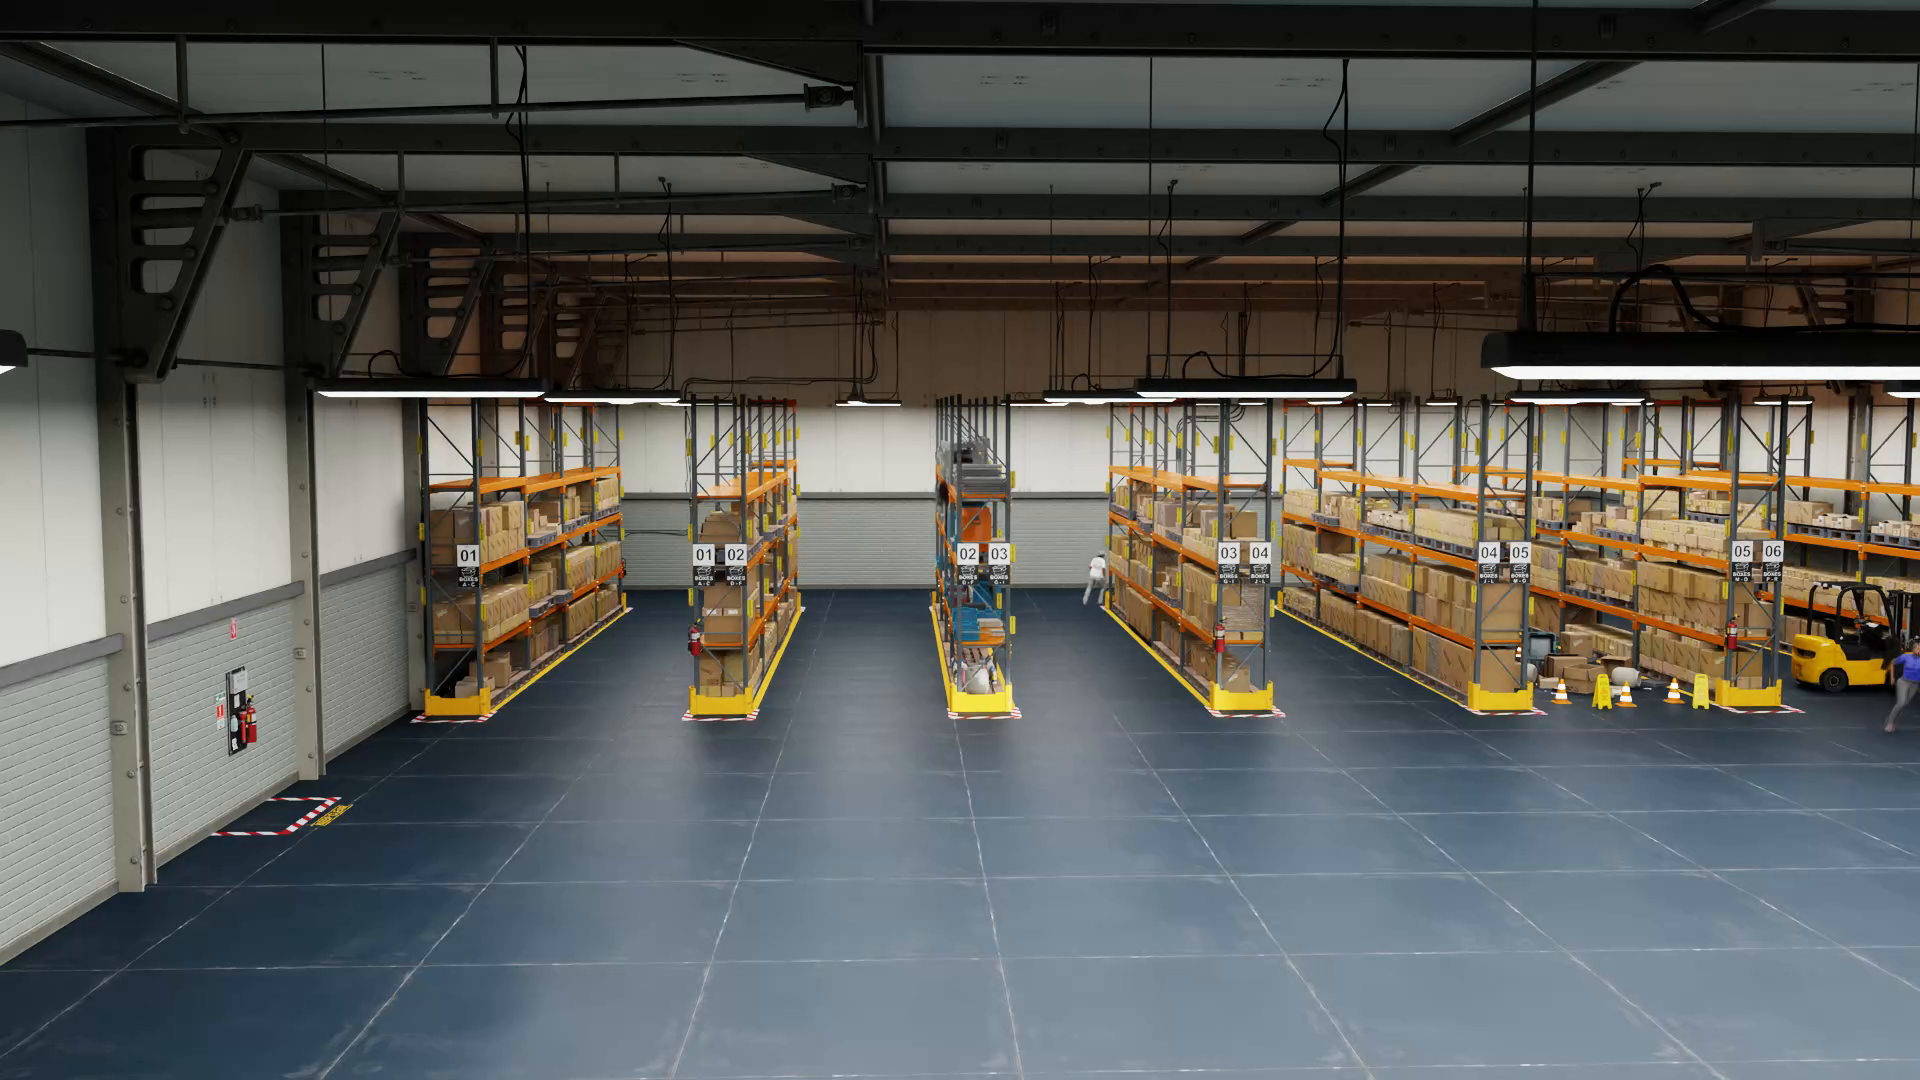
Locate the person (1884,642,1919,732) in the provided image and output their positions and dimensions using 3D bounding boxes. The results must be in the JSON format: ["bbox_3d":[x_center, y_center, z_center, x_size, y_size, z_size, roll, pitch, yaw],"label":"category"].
[{"bbox_3d":[16.722,2.589,29.434,0.734,1.587,0.734,0,5,2],"label":"person"}]

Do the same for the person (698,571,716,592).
[{"bbox_3d":[-6.657,1.400,44.522,0.715,1.651,0.771,-1,5,-10],"label":"person"}]

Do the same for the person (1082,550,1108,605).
[{"bbox_3d":[3.981,1.116,48.713,0.723,1.624,0.734,2,5,29],"label":"person"}]
